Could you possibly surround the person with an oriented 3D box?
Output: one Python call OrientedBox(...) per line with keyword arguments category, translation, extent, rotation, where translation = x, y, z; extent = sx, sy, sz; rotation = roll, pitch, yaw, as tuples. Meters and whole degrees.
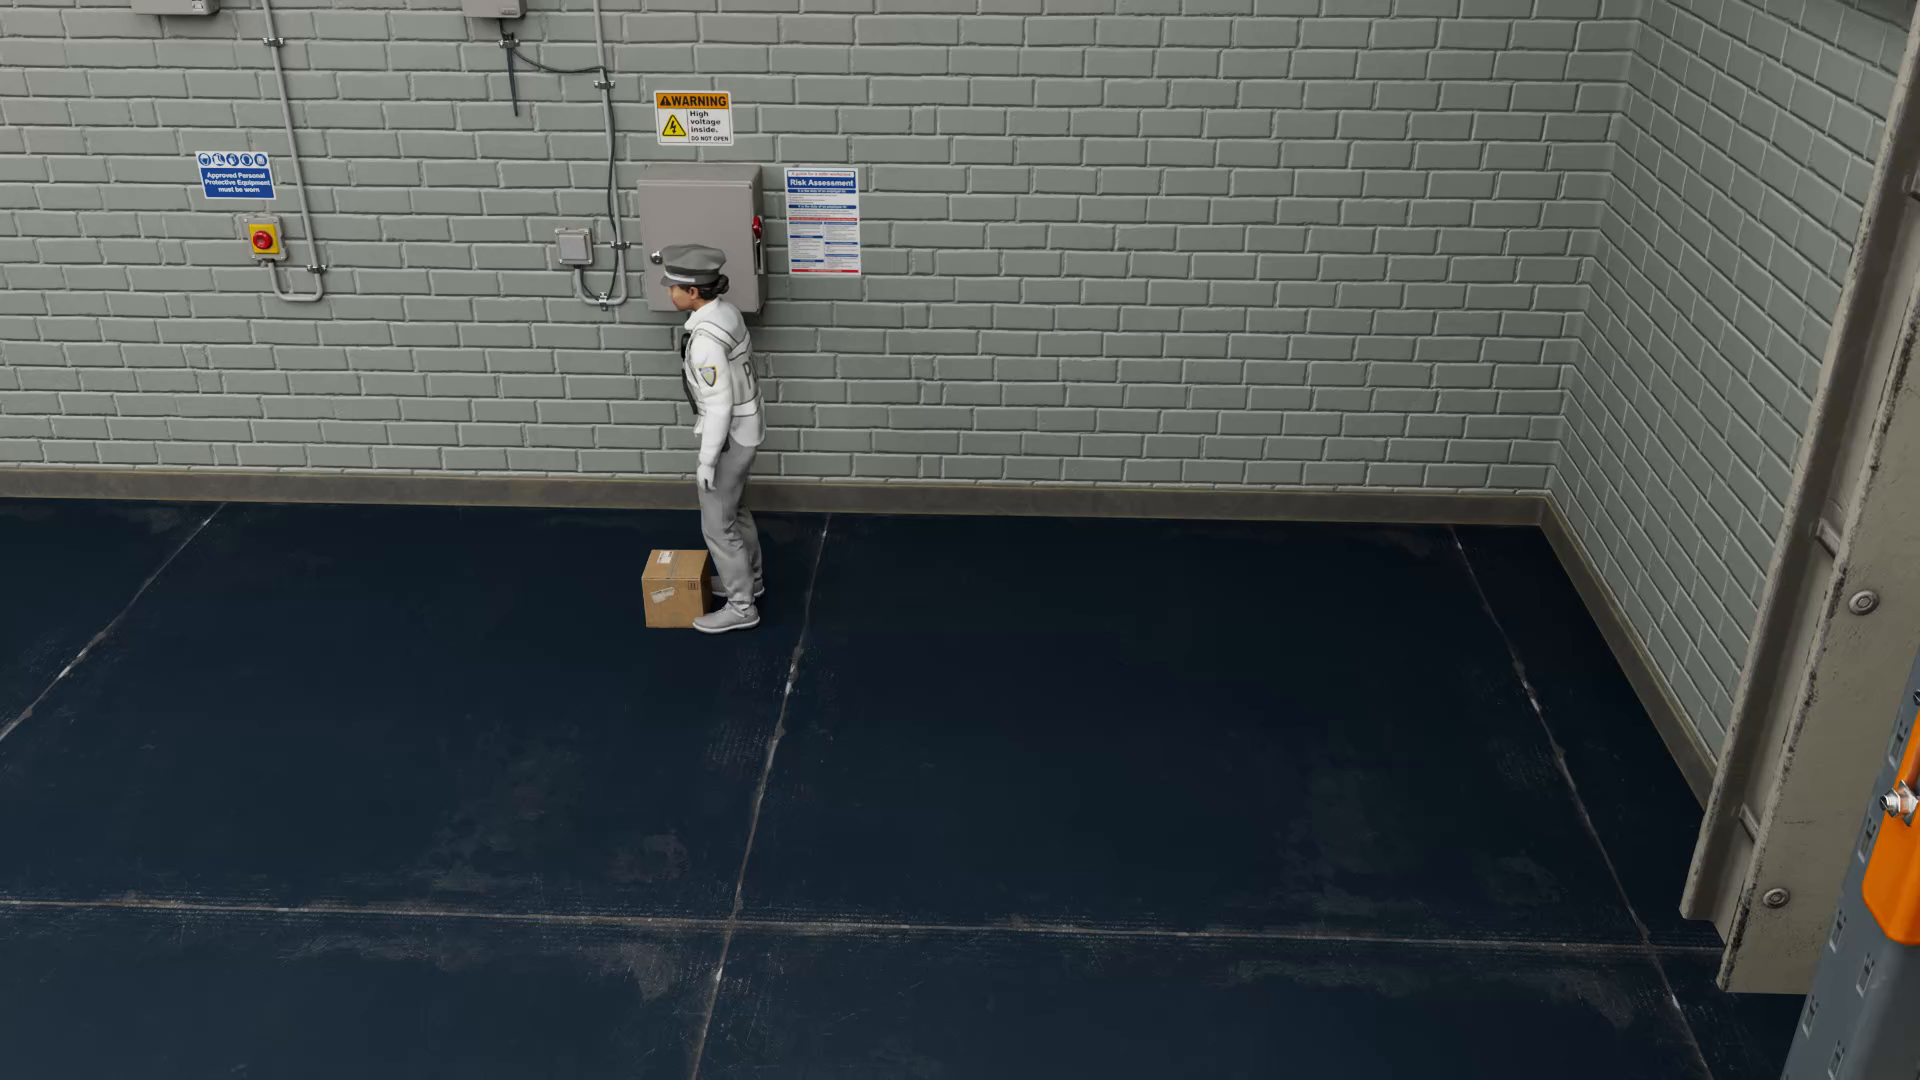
OrientedBox(category="person", translation=(-0.979, -0.321, 6.930), extent=(0.352, 1.464, 0.538), rotation=(0, 28, 1))
